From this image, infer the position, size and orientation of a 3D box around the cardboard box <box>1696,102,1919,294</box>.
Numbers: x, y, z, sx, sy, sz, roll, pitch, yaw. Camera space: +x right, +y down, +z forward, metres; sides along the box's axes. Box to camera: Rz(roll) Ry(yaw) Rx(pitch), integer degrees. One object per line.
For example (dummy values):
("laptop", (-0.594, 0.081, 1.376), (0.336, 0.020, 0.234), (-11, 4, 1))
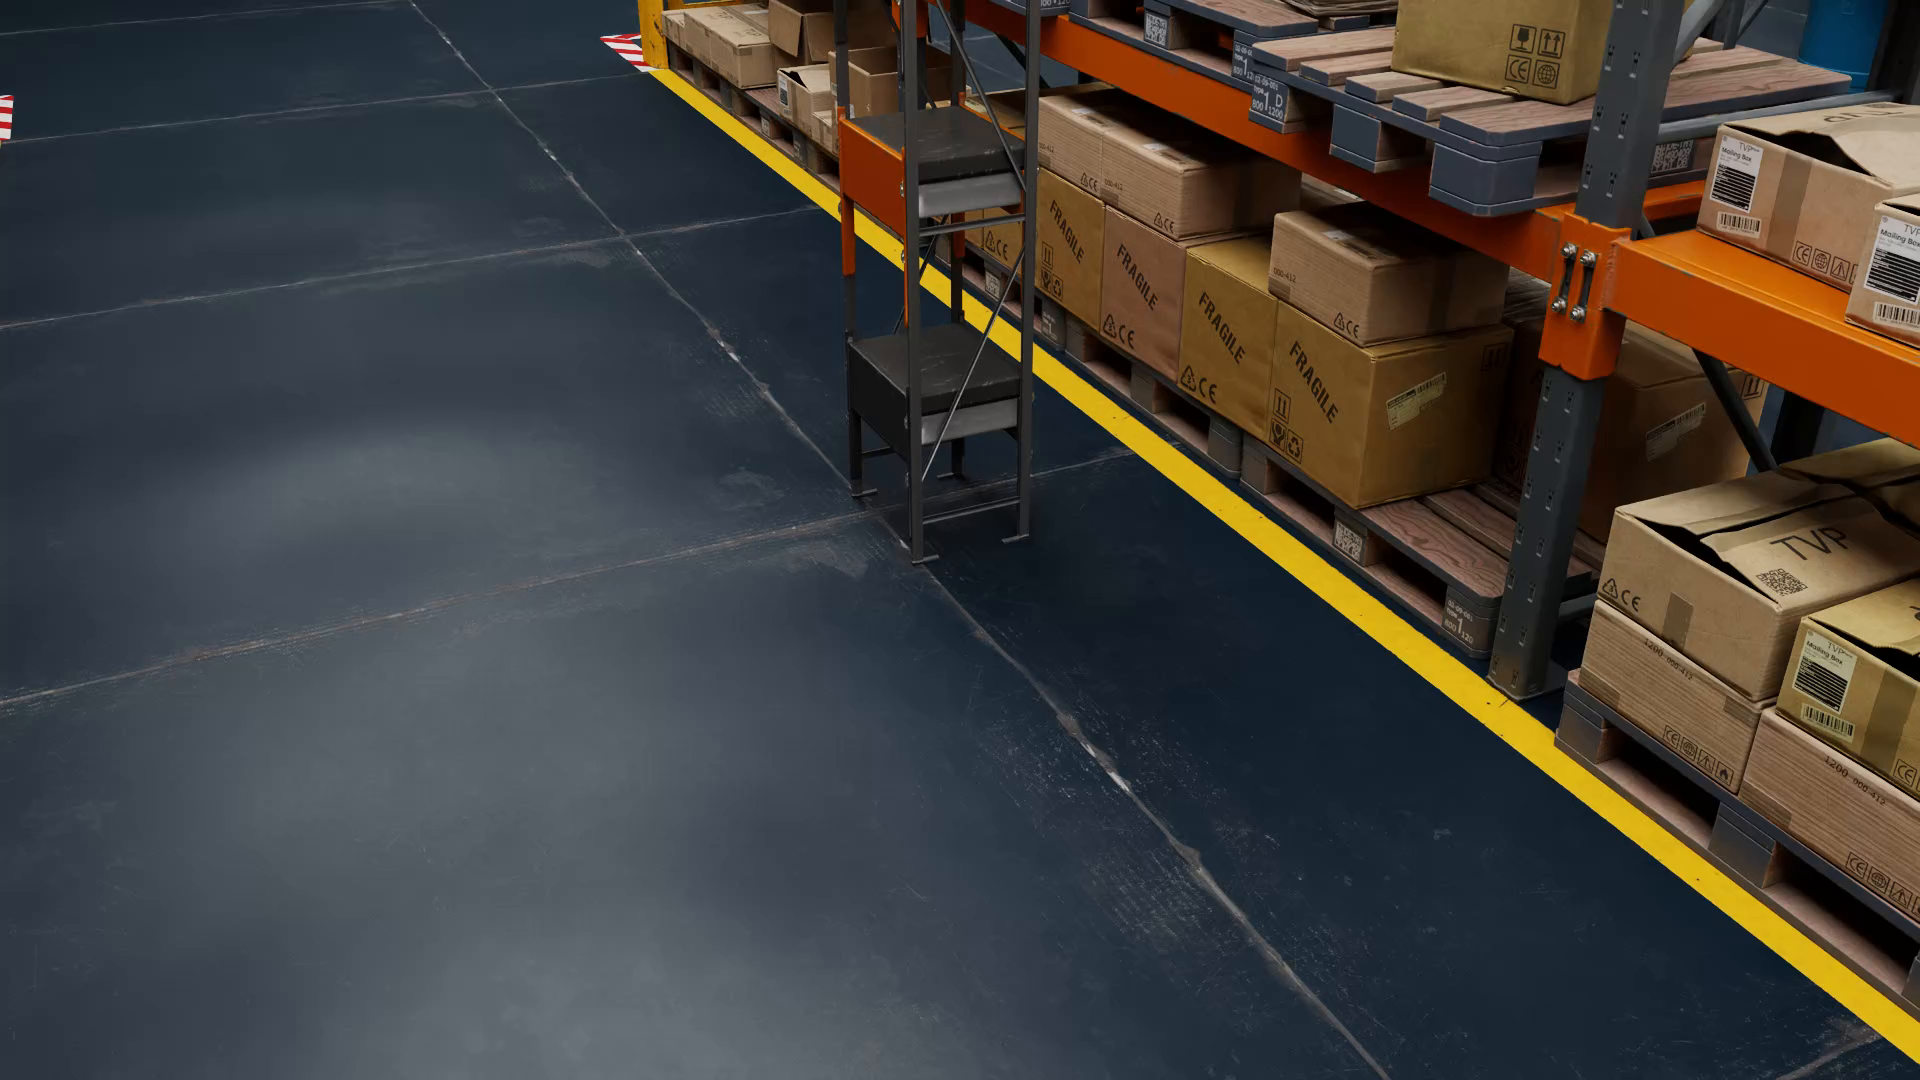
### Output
("cardboard box", (2.035, -0.790, 3.683), (0.500, 0.311, 0.500), (-11, 31, -19))

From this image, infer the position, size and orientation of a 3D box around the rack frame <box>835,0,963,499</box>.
("rack frame", (-0.176, -1.097, 5.059), (0.400, 2.100, 0.015), (-13, 32, -22))

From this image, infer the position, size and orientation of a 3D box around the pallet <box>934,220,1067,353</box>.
("pallet", (0.585, -1.198, 7.171), (1.003, 0.211, 1.213), (-13, 32, -22))

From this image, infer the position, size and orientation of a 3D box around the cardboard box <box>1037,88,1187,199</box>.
("cardboard box", (0.618, -1.488, 6.175), (0.500, 0.250, 0.500), (-13, 32, -22))

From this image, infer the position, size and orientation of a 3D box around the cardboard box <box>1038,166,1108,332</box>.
("cardboard box", (0.636, -1.147, 6.334), (0.500, 0.500, 0.500), (-13, 32, -21))

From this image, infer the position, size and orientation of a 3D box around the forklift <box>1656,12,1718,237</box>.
("forklift", (2.403, -2.359, 6.460), (1.130, 2.935, 3.031), (-13, 32, -22))

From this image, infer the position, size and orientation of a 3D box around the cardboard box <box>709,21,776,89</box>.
("cardboard box", (-1.110, -2.784, 9.509), (0.500, 0.250, 0.500), (-13, 32, -22))

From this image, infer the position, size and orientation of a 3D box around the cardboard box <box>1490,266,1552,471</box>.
("cardboard box", (1.751, -0.591, 5.344), (0.500, 0.500, 0.500), (-14, 32, -24))

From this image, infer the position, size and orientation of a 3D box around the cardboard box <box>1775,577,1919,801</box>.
("cardboard box", (2.111, 0.296, 3.463), (0.500, 0.311, 0.500), (-14, 32, -23))

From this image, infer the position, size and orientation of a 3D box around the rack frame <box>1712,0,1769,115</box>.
("rack frame", (4.676, -3.804, 8.967), (1.000, 3.000, 0.127), (-13, 32, -22))

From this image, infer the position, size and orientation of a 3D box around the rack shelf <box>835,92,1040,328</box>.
("rack shelf", (-0.071, -0.977, 4.874), (0.431, 0.518, 0.480), (-13, 32, -22))

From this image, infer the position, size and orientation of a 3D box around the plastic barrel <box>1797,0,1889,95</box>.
("plastic barrel", (4.895, -2.828, 8.942), (0.600, 0.901, 0.708), (-13, 32, -22))

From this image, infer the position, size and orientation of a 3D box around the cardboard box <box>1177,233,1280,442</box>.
("cardboard box", (1.083, -0.693, 5.524), (0.500, 0.500, 0.500), (-14, 32, -24))

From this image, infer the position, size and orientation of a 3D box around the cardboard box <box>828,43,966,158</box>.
("cardboard box", (-0.300, -2.059, 7.961), (0.500, 0.500, 0.500), (-13, 32, -22))

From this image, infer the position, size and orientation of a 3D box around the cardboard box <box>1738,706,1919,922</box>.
("cardboard box", (2.095, 0.532, 3.616), (0.500, 0.250, 0.500), (-14, 32, -23))

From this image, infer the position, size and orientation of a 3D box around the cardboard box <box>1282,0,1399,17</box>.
("cardboard box", (1.326, -1.924, 5.083), (0.700, 0.500, 0.500), (-7, 30, -13))

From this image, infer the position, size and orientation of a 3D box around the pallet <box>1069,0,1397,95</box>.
("pallet", (1.079, -1.773, 5.541), (1.003, 0.211, 1.213), (-13, 32, -22))

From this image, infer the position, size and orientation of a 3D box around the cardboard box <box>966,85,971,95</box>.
("cardboard box", (-0.164, -2.332, 8.790), (0.380, 0.166, 0.250), (-13, 32, -22))

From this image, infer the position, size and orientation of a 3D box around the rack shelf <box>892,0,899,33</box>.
("rack shelf", (-0.657, -3.335, 8.867), (1.077, 0.370, 4.000), (-13, 32, -22))

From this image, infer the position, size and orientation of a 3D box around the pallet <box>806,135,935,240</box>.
("pallet", (-0.093, -1.853, 8.338), (1.003, 0.211, 1.213), (-13, 32, -22))

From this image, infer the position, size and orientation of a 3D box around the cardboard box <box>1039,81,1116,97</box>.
("cardboard box", (0.672, -1.709, 7.337), (0.500, 0.500, 0.500), (-13, 32, -22))

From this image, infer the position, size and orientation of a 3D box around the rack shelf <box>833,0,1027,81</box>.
("rack shelf", (-0.071, -1.588, 4.531), (0.431, 0.518, 0.480), (-13, 32, -22))

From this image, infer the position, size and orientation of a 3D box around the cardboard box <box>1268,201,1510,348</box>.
("cardboard box", (1.277, -0.815, 4.976), (0.500, 0.250, 0.500), (-12, 31, -20))

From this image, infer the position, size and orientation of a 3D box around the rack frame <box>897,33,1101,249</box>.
("rack frame", (0.201, -2.766, 7.115), (1.000, 3.000, 0.127), (-13, 32, -22))

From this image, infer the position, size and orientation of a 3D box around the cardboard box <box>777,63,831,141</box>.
("cardboard box", (-0.622, -2.308, 8.599), (0.500, 0.311, 0.500), (-13, 32, -22))

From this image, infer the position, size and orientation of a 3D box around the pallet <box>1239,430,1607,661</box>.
("pallet", (1.632, -0.120, 5.248), (1.003, 0.211, 1.213), (-13, 32, -22))

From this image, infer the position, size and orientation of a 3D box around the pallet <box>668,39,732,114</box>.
("pallet", (-1.140, -2.931, 10.261), (1.003, 0.211, 1.213), (-13, 32, -22))

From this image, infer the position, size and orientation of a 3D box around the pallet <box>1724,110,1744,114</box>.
("pallet", (4.970, -2.238, 9.025), (1.003, 0.211, 1.213), (-13, 32, -22))

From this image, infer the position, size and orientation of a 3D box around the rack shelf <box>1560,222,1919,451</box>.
("rack shelf", (2.777, 0.199, 2.564), (1.077, 0.370, 4.000), (-13, 32, -22))

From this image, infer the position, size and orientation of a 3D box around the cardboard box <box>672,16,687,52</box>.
("cardboard box", (-1.539, -3.121, 10.196), (0.380, 0.166, 0.250), (-13, 32, -22))

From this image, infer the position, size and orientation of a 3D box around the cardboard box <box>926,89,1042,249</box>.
("cardboard box", (0.189, -1.602, 7.147), (0.500, 0.500, 0.500), (-15, 32, -24))

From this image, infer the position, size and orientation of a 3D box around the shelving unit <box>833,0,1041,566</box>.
("shelving unit", (-0.071, -0.989, 4.867), (0.431, 2.100, 0.503), (-13, 32, -22))
